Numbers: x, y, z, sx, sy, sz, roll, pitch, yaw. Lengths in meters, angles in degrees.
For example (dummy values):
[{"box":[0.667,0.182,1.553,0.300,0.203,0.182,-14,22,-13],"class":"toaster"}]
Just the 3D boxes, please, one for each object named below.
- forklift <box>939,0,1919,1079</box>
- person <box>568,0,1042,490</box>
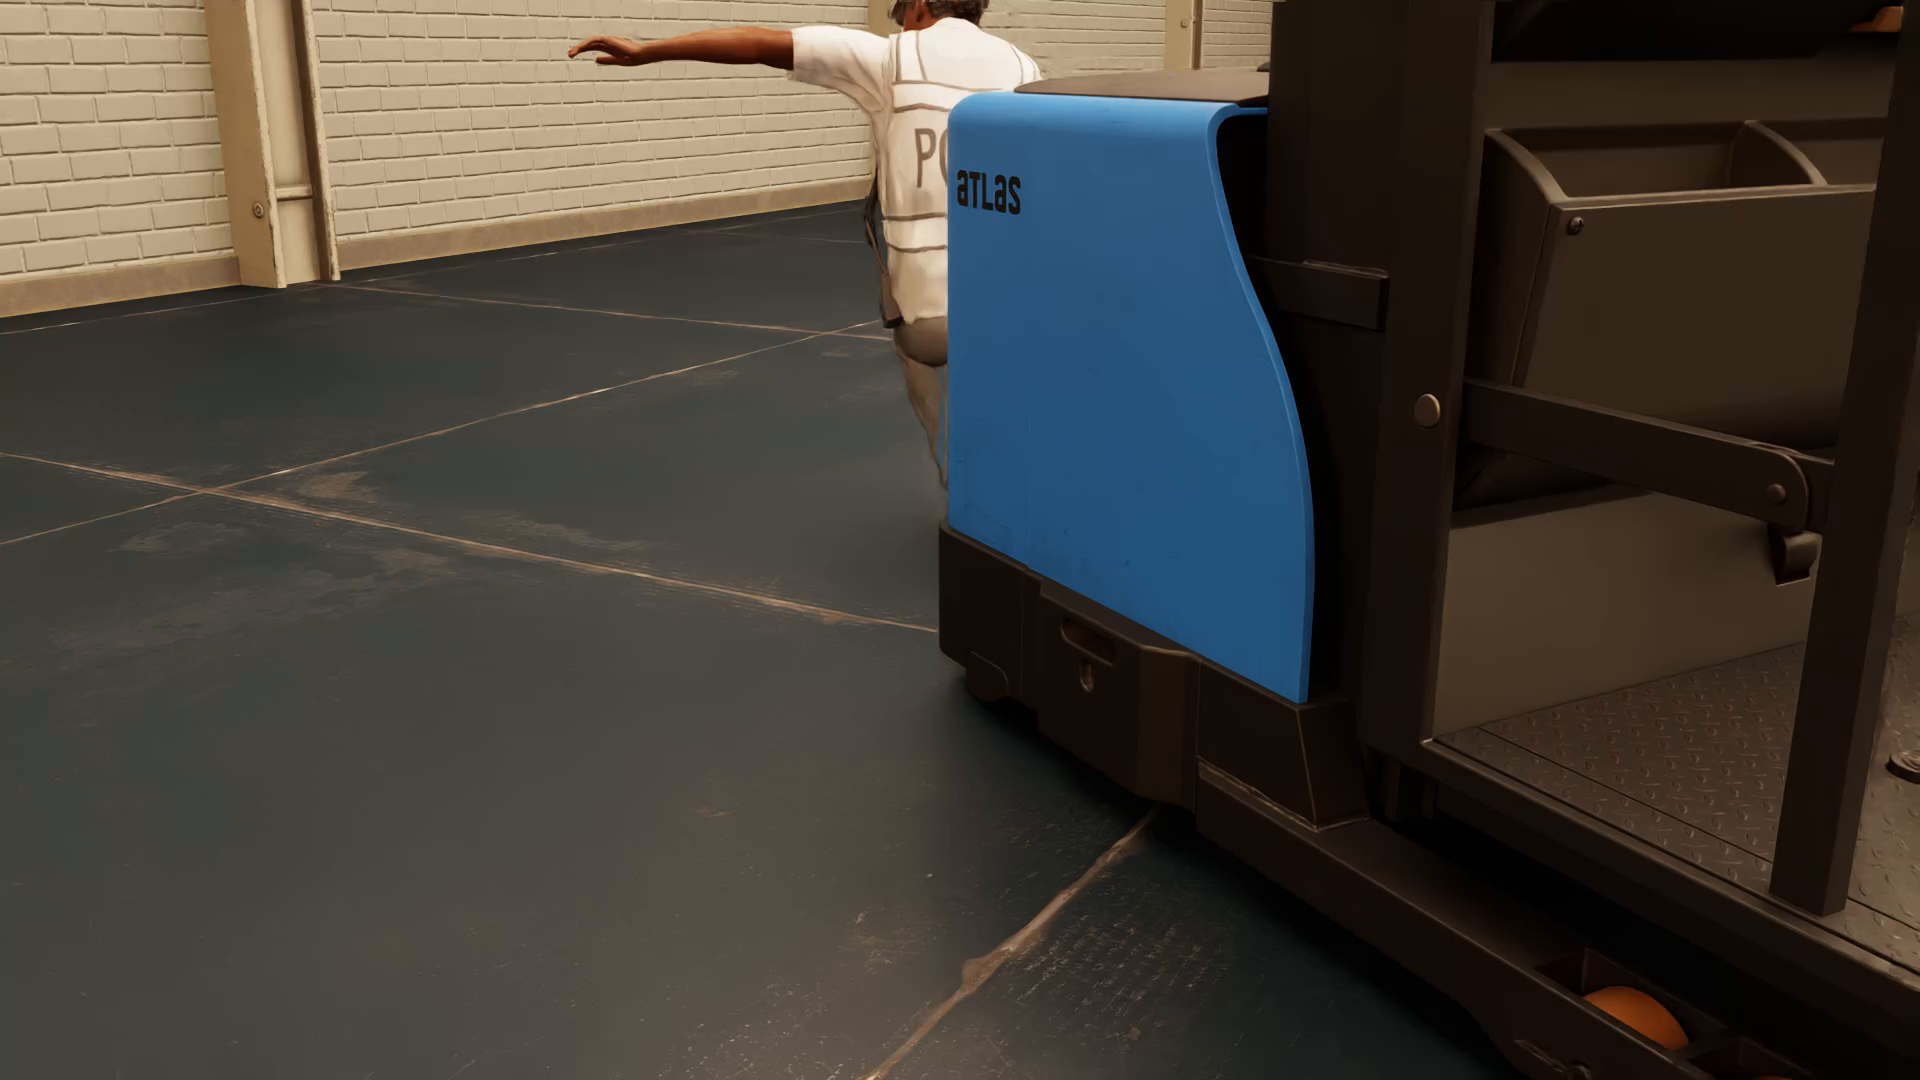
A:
[{"box":[1.113,-0.847,1.727,1.130,2.935,3.031,-9,19,-28],"class":"forklift"},{"box":[-0.108,-0.635,3.820,1.490,1.376,0.752,-4,17,-14],"class":"person"}]
